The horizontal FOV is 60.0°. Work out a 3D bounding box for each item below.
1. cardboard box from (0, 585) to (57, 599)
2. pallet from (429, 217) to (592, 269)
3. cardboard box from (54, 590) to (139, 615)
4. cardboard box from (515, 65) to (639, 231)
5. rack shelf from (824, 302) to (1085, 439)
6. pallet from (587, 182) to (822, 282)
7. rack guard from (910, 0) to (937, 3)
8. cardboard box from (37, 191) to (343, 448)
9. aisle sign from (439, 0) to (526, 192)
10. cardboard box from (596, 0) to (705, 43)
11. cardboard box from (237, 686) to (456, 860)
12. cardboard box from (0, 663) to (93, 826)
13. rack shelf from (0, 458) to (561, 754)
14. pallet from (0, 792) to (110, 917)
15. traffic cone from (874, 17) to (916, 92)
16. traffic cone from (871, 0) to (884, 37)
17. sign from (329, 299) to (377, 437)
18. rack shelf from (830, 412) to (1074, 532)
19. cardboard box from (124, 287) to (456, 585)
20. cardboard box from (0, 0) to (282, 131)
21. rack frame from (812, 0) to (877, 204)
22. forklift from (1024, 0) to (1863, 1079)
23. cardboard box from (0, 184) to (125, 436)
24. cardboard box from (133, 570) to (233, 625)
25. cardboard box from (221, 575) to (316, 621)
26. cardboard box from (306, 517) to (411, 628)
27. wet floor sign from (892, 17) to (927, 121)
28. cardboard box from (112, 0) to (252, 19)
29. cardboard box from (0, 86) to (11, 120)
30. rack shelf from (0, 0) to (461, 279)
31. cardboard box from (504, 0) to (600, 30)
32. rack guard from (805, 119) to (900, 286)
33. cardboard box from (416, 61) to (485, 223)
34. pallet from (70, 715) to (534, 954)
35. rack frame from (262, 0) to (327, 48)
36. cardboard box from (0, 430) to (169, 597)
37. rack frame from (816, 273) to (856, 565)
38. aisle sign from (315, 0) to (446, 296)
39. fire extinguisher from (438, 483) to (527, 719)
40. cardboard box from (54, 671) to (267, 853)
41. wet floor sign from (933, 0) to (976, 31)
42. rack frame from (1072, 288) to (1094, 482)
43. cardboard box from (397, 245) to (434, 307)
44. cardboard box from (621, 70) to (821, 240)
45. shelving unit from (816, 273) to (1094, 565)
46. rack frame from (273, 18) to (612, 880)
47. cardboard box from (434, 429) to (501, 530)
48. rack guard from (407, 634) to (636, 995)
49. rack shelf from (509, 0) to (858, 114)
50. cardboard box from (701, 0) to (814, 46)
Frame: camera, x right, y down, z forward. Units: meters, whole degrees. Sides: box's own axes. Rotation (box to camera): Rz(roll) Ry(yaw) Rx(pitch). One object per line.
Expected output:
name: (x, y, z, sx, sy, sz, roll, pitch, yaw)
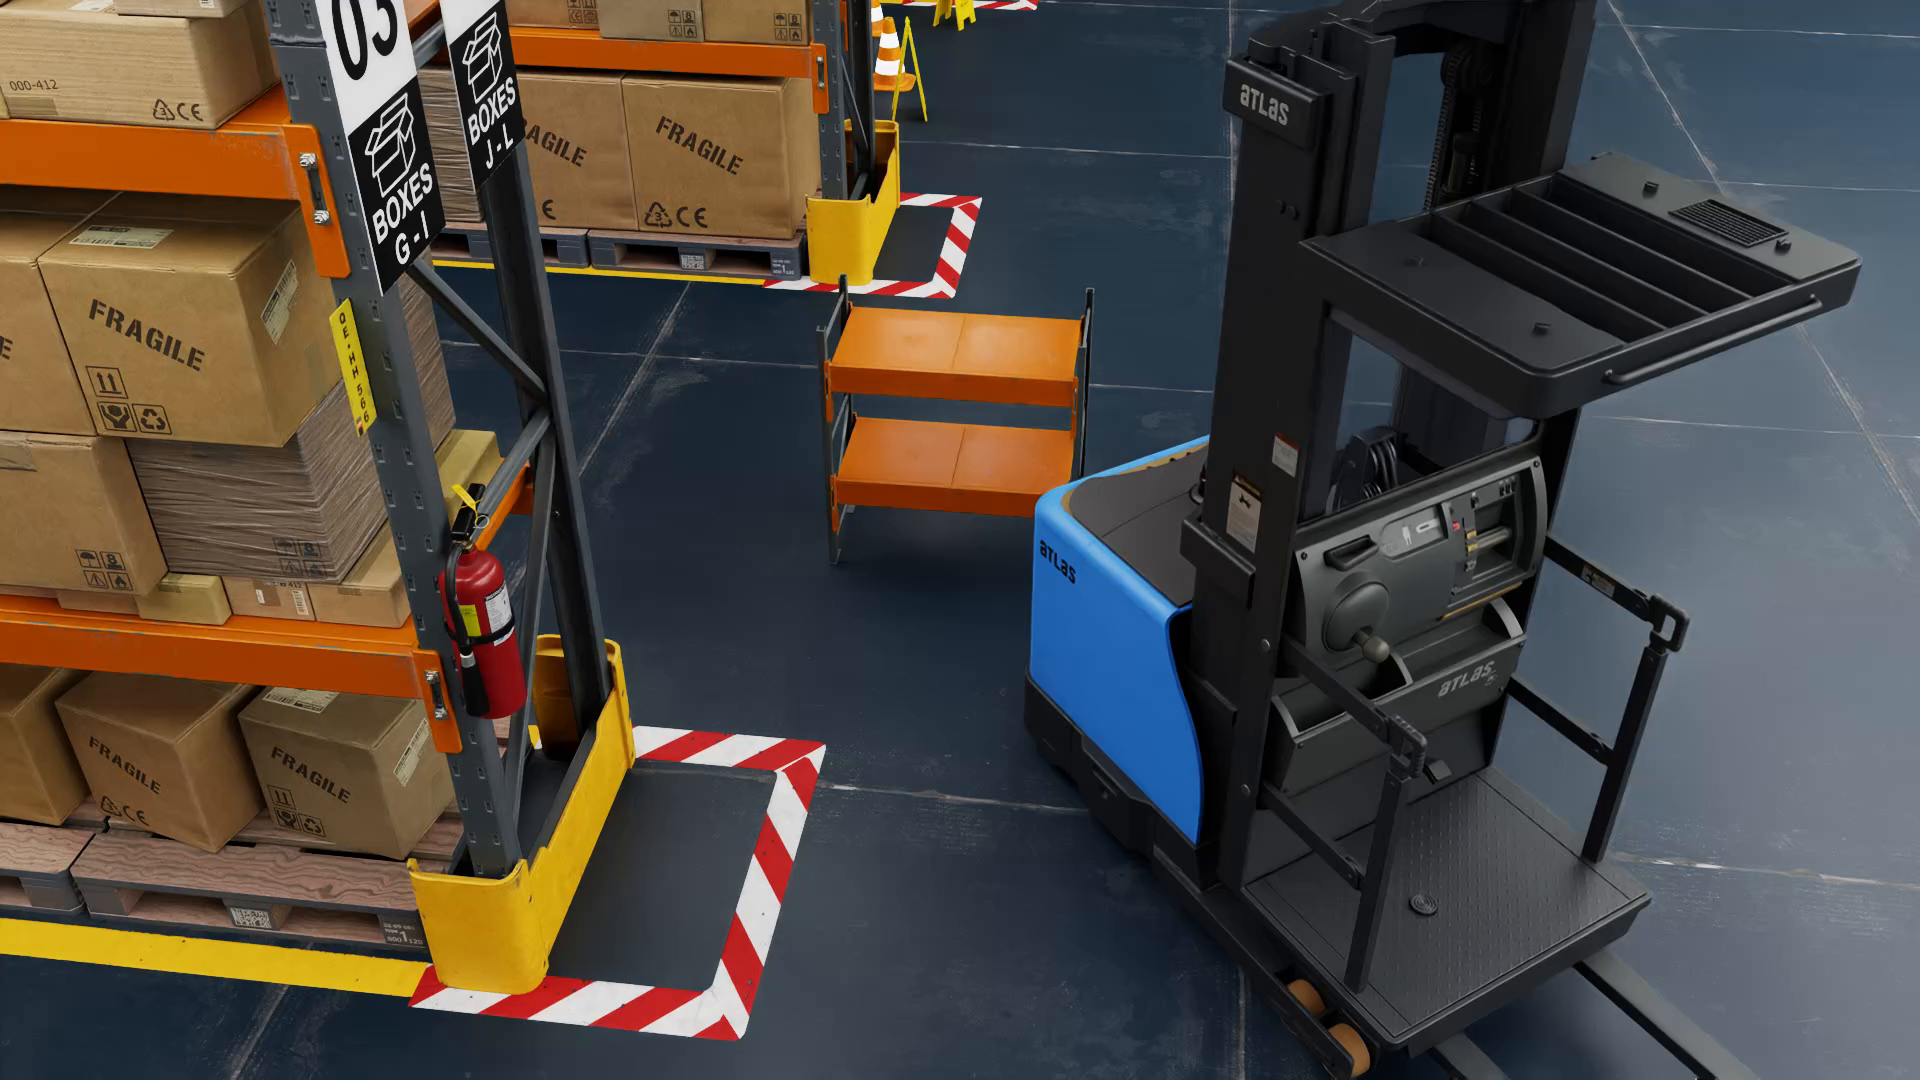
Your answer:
cardboard box: (-2.657, -0.004, 4.890, 0.250, 0.149, 0.380, 4, 36, 6)
pallet: (-2.635, -1.948, 9.798, 1.213, 0.211, 1.003, 4, 36, 6)
cardboard box: (-2.415, 0.038, 4.831, 0.250, 0.149, 0.380, 4, 36, 6)
cardboard box: (-2.179, -2.359, 9.441, 0.875, 0.875, 0.875, 4, 36, 5)
rack shelf: (-0.007, -0.697, 6.754, 1.000, 0.278, 0.538, 4, 36, 6)
pallet: (-1.428, -1.856, 9.669, 1.213, 0.211, 1.003, 4, 36, 6)
rack guard: (-0.170, -4.825, 13.580, 0.348, 0.500, 1.175, 4, 36, 6)
cardboard box: (-1.934, -0.594, 4.297, 0.500, 0.500, 0.500, 4, 36, 6)
aisle sign: (-1.258, -1.353, 4.326, 0.004, 0.787, 0.394, 4, 36, 6)
cardboard box: (-1.547, -3.068, 8.837, 0.550, 0.550, 0.875, 4, 36, 6)
cardboard box: (-1.974, 0.664, 5.528, 0.500, 0.500, 0.500, 11, 37, 15)
cardboard box: (-3.190, 0.582, 5.643, 0.500, 0.500, 0.500, 7, 36, 10)
rack shelf: (-3.341, 0.018, 5.262, 4.000, 0.370, 1.077, 4, 36, 6)
pallet: (-3.440, 0.830, 5.905, 1.213, 0.211, 1.003, 4, 36, 6)
traffic cone: (-0.490, -3.428, 11.655, 0.334, 0.463, 0.336, 4, 36, 6)
traffic cone: (-0.686, -4.093, 12.586, 0.334, 0.463, 0.336, 4, 36, 6)
sign: (-1.448, -0.409, 3.972, 0.005, 0.325, 0.100, 4, 36, 6)
rack shelf: (-0.007, -0.259, 7.066, 1.000, 0.278, 0.538, 4, 36, 6)
cardboard box: (-1.899, -0.345, 4.809, 0.500, 0.500, 0.875, 4, 36, 6)
cardboard box: (-1.868, -1.176, 3.863, 0.500, 0.250, 0.500, 5, 36, 7)
rack frame: (-0.625, -2.977, 8.840, 0.127, 3.000, 1.000, 4, 36, 6)
forklift: (1.428, 0.113, 4.568, 1.130, 2.935, 3.031, -19, 40, -25)
cardboard box: (-2.431, -0.628, 4.345, 0.500, 0.500, 0.500, 4, 36, 6)
cardboard box: (-2.169, 0.066, 4.792, 0.250, 0.149, 0.380, 4, 36, 6)
cardboard box: (-1.914, 0.054, 4.808, 0.250, 0.149, 0.380, 4, 36, 6)
cardboard box: (-1.666, 0.073, 4.782, 0.250, 0.149, 0.380, 4, 36, 6)
wet floor sign: (-0.344, -3.158, 11.119, 0.232, 0.644, 0.267, -2, 36, -2)
cardboard box: (-1.672, -1.290, 3.679, 0.250, 0.149, 0.380, 4, 36, 6)
cardboard box: (-2.363, -1.211, 3.912, 0.500, 0.250, 0.500, 4, 36, 6)
rack shelf: (-3.341, -1.203, 4.391, 4.000, 0.370, 1.077, 4, 36, 6)
cardboard box: (-2.087, -3.182, 8.997, 0.550, 0.550, 0.875, 4, 36, 6)
rack guard: (-0.601, -1.958, 9.563, 0.348, 0.500, 1.175, 4, 36, 6)
cardboard box: (-3.083, -2.428, 9.537, 0.875, 0.875, 0.875, 5, 36, 6)
pallet: (-2.234, 0.922, 5.776, 1.213, 0.211, 1.003, 4, 36, 6)
rack frame: (-1.357, -2.569, 3.103, 0.127, 3.000, 1.000, 4, 36, 6)
cardboard box: (-2.410, -0.313, 4.764, 0.500, 0.500, 0.875, 4, 36, 6)
rack frame: (-0.511, -0.496, 6.977, 0.032, 1.125, 0.500, 4, 36, 6)
aisle sign: (-1.334, -1.008, 3.842, 0.004, 0.787, 0.394, 4, 36, 6)
fire extinguisher: (-1.302, 0.179, 4.484, 0.183, 0.674, 0.296, 4, 36, 6)
cardboard box: (-2.572, 0.639, 5.562, 0.500, 0.500, 0.500, 14, 38, 18)
wet floor sign: (-0.043, -4.248, 12.647, 0.232, 0.644, 0.267, 17, 39, 22)
rack frame: (0.497, -0.421, 6.871, 0.032, 1.125, 0.500, 4, 36, 6)
cardboard box: (-1.868, -0.893, 4.717, 0.500, 0.500, 0.500, 4, 36, 6)
cardboard box: (-1.306, -2.296, 9.352, 0.875, 0.875, 0.875, 4, 36, 6)
shelving unit: (-0.007, -0.458, 6.924, 1.048, 1.125, 0.538, 4, 36, 6)
rack frame: (-1.357, -0.127, 4.846, 0.127, 3.000, 1.000, 4, 36, 6)
cardboard box: (-1.609, -0.183, 5.141, 0.250, 0.149, 0.380, 4, 36, 6)
rack guard: (-1.433, 0.885, 5.580, 0.348, 0.500, 1.175, 4, 36, 6)
rack shelf: (-2.609, -2.832, 9.256, 4.000, 0.370, 1.077, 4, 36, 6)
cardboard box: (-0.999, -3.040, 8.798, 0.550, 0.550, 0.875, 4, 36, 6)
